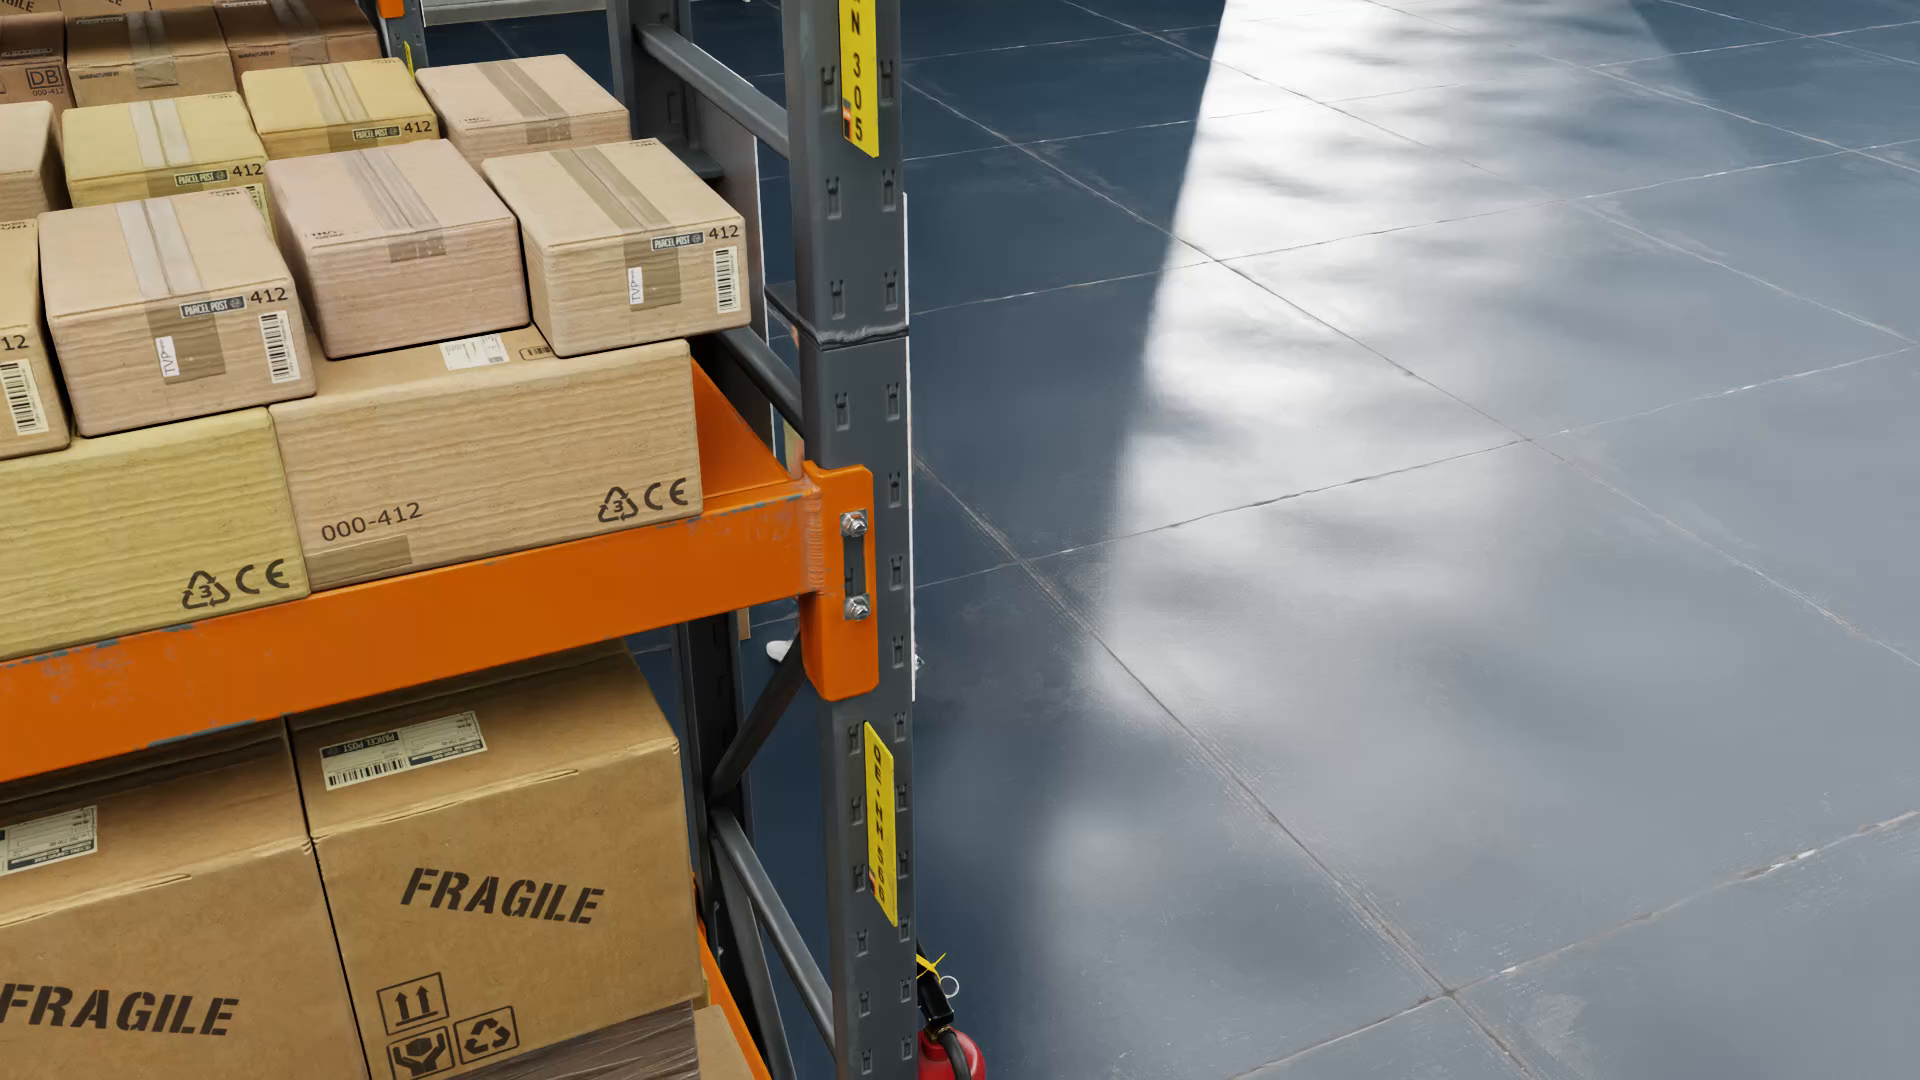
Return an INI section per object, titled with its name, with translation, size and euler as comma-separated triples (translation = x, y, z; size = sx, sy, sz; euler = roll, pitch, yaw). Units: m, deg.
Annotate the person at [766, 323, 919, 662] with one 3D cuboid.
[person]
translation = -0.474, -0.162, 6.402
size = 0.754, 1.664, 0.467
euler = 12, 32, 20
